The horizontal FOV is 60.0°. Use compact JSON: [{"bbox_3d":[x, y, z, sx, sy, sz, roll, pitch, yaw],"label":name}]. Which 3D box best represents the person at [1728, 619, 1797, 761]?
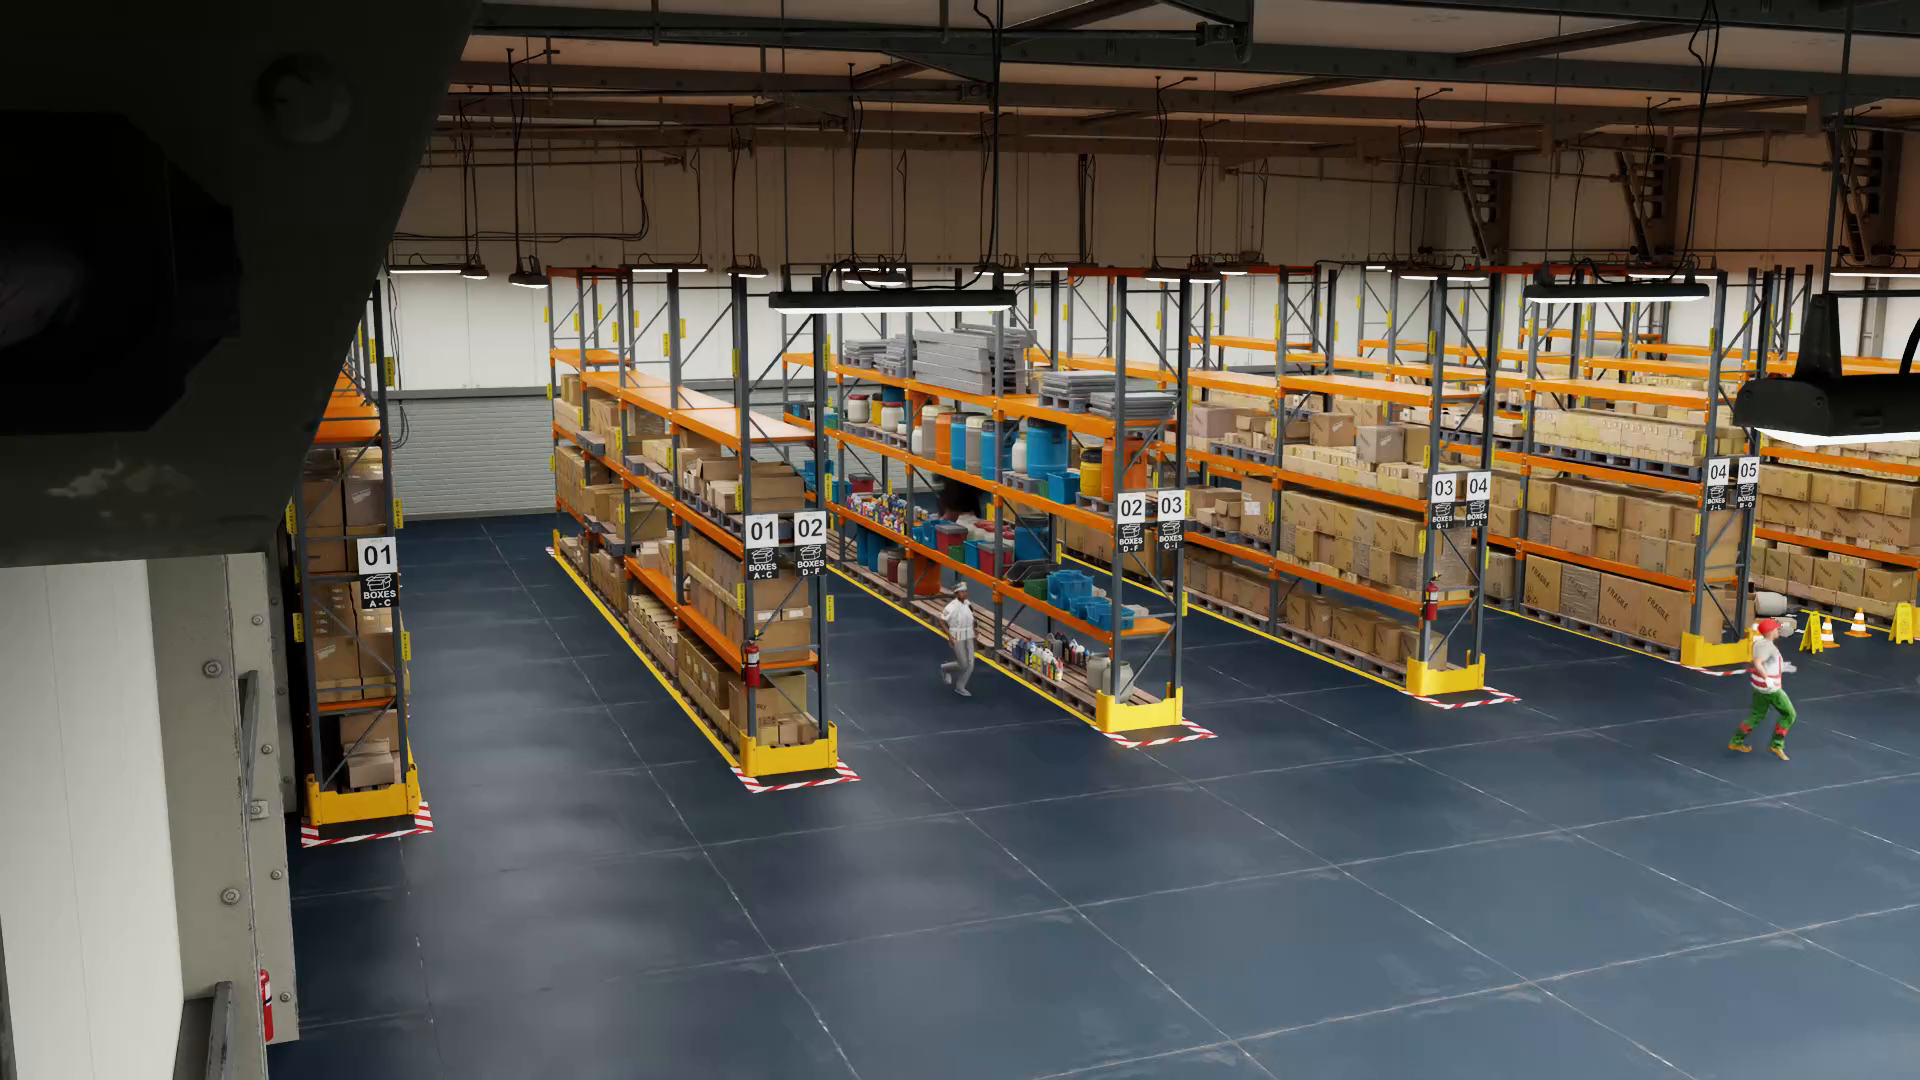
[{"bbox_3d":[10.102,1.878,20.830,0.762,1.807,0.669,1,10,4],"label":"person"}]

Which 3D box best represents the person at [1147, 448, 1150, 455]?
[{"bbox_3d":[4.536,-1.530,40.968,0.679,1.600,0.564,9,13,41],"label":"person"}]

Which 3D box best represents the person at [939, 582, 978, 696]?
[{"bbox_3d":[-0.004,1.405,23.881,0.581,1.661,0.559,-8,13,-39],"label":"person"}]
